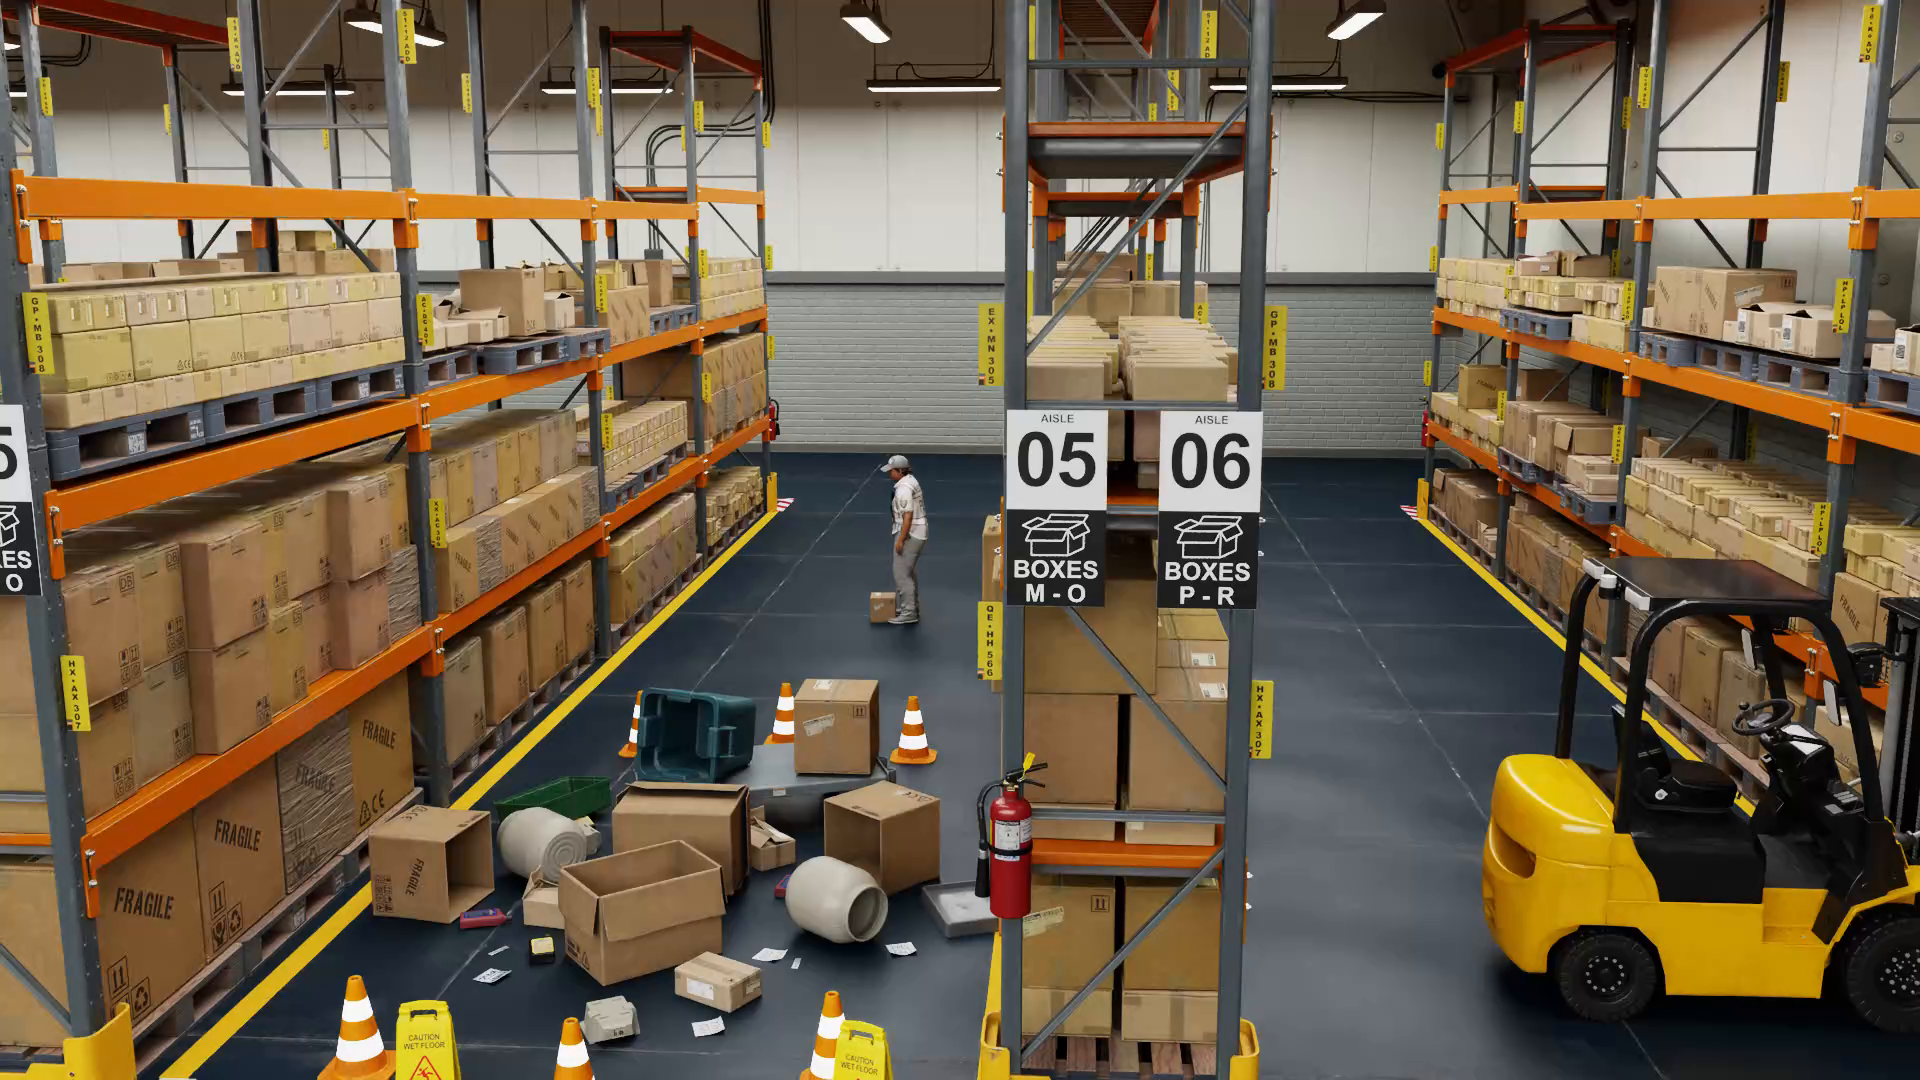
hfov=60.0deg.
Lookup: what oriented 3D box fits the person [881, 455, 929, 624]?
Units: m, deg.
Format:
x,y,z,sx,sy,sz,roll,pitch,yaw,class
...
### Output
x,y,z,sx,sy,sz,roll,pitch,yaw,class
-0.547,-0.019,16.508,0.465,1.666,0.538,1,11,4,person
